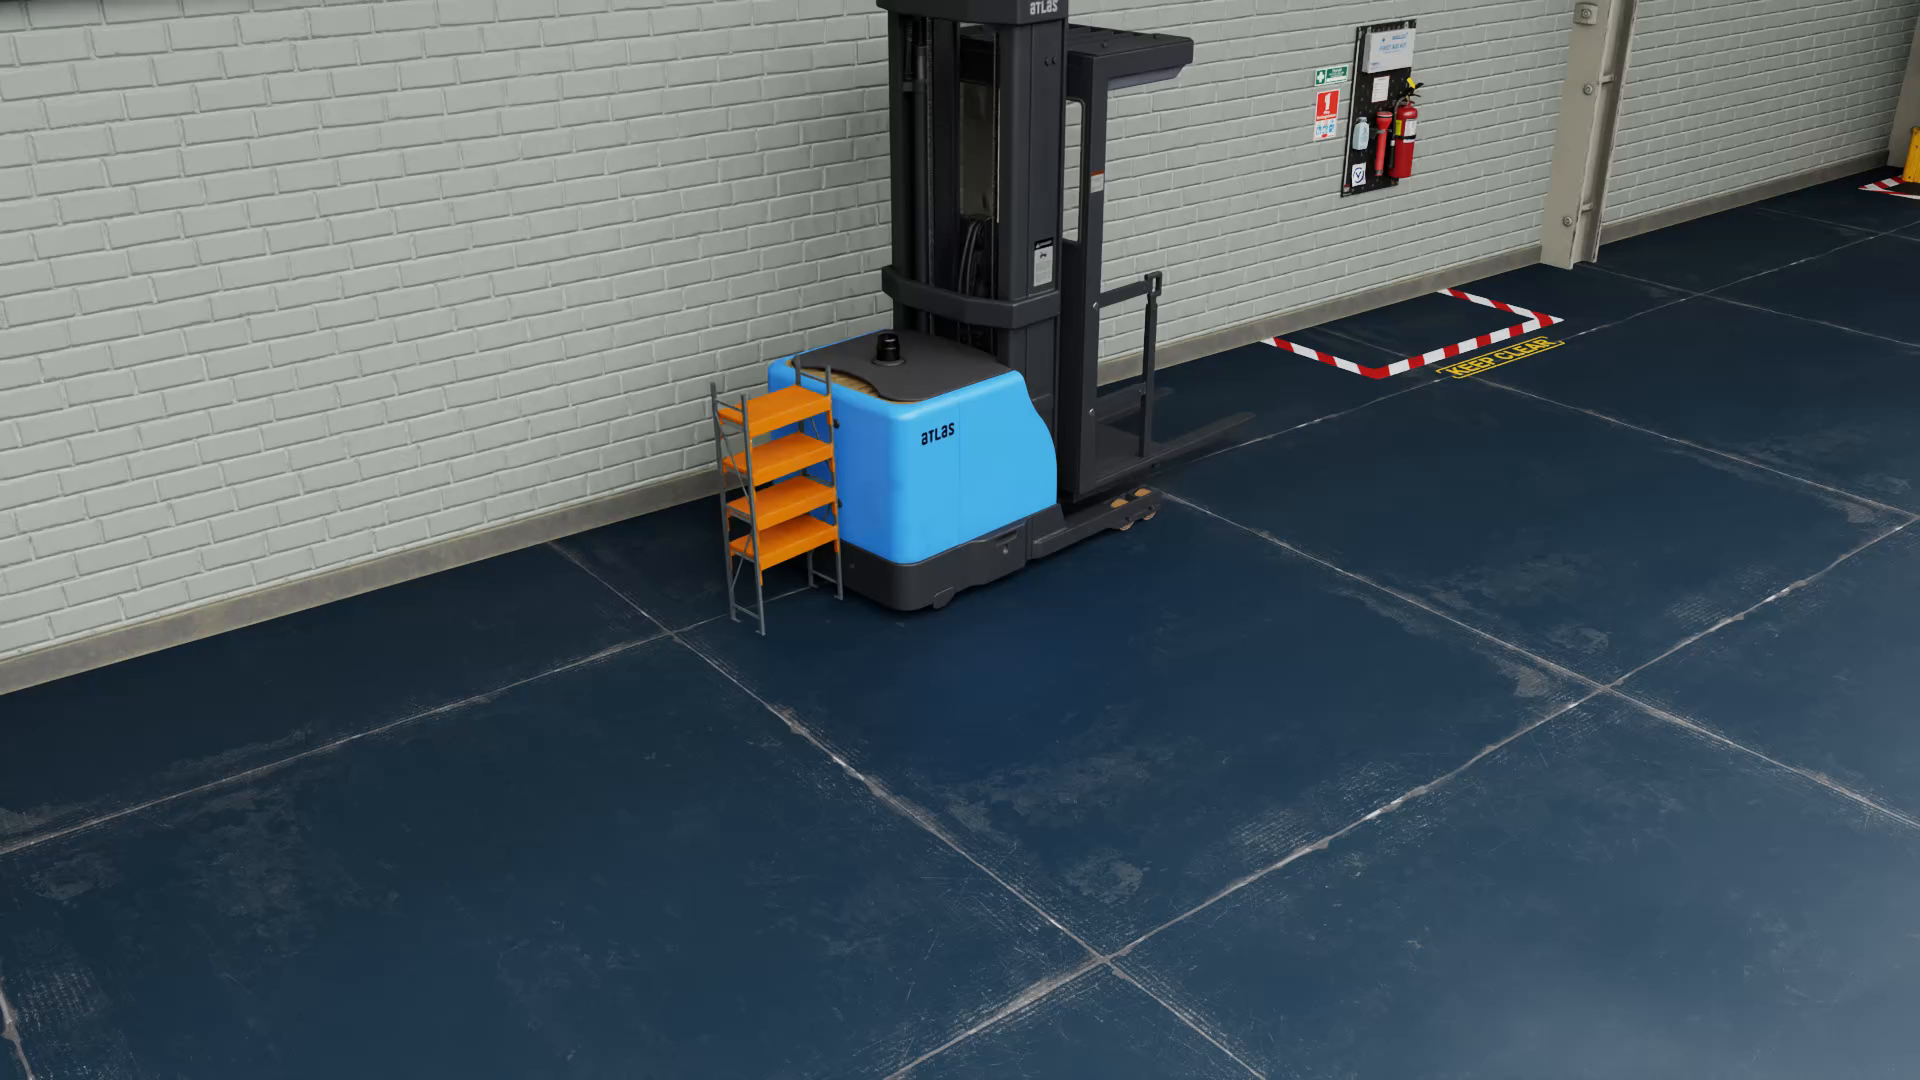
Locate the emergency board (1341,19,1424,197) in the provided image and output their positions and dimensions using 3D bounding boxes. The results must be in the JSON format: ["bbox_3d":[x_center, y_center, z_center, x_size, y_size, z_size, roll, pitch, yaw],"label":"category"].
[{"bbox_3d":[3.025,-3.024,11.703,0.643,1.169,0.194,-18,31,-34],"label":"emergency board"}]

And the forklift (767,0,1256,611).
[{"bbox_3d":[0.445,-1.517,8.537,1.130,2.935,3.031,23,33,40],"label":"forklift"}]

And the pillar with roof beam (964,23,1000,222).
[{"bbox_3d":[2.928,-3.390,5.365,0.400,9.000,9.100,-18,31,-34],"label":"pillar with roof beam"}]

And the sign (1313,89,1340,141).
[{"bbox_3d":[2.526,-2.931,11.460,0.234,0.329,0.001,-18,31,-34],"label":"sign"}]

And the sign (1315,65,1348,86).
[{"bbox_3d":[2.535,-3.170,11.345,0.331,0.109,0.001,-18,31,-34],"label":"sign"}]

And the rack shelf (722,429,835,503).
[{"bbox_3d":[-0.844,-0.347,7.687,0.258,0.148,0.480,23,35,40],"label":"rack shelf"}]

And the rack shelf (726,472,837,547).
[{"bbox_3d":[-0.841,-0.146,7.785,0.258,0.148,0.480,23,35,40],"label":"rack shelf"}]

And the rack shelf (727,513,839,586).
[{"bbox_3d":[-0.837,0.032,7.872,0.258,0.148,0.480,23,35,40],"label":"rack shelf"}]

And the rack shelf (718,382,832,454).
[{"bbox_3d":[-0.848,-0.560,7.584,0.258,0.148,0.480,23,35,40],"label":"rack shelf"}]

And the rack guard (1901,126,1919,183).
[{"bbox_3d":[9.757,-3.630,15.977,0.348,0.500,1.175,-18,31,-34],"label":"rack guard"}]

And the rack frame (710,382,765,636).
[{"bbox_3d":[-1.014,-0.129,7.601,0.240,1.200,0.015,23,35,40],"label":"rack frame"}]

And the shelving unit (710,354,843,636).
[{"bbox_3d":[-0.842,-0.207,7.756,0.258,1.200,0.503,23,35,40],"label":"shelving unit"}]

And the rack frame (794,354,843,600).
[{"bbox_3d":[-0.670,-0.285,7.910,0.240,1.200,0.015,23,35,40],"label":"rack frame"}]

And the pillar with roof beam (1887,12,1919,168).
[{"bbox_3d":[12.371,-6.507,12.082,0.400,9.000,9.100,-18,31,-34],"label":"pillar with roof beam"}]

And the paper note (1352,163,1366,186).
[{"bbox_3d":[2.843,-2.602,11.839,0.142,0.148,0.016,-18,31,-34],"label":"paper note"}]

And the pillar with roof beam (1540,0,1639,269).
[{"bbox_3d":[7.649,-4.949,8.724,0.400,9.000,9.100,-18,31,-34],"label":"pillar with roof beam"}]
